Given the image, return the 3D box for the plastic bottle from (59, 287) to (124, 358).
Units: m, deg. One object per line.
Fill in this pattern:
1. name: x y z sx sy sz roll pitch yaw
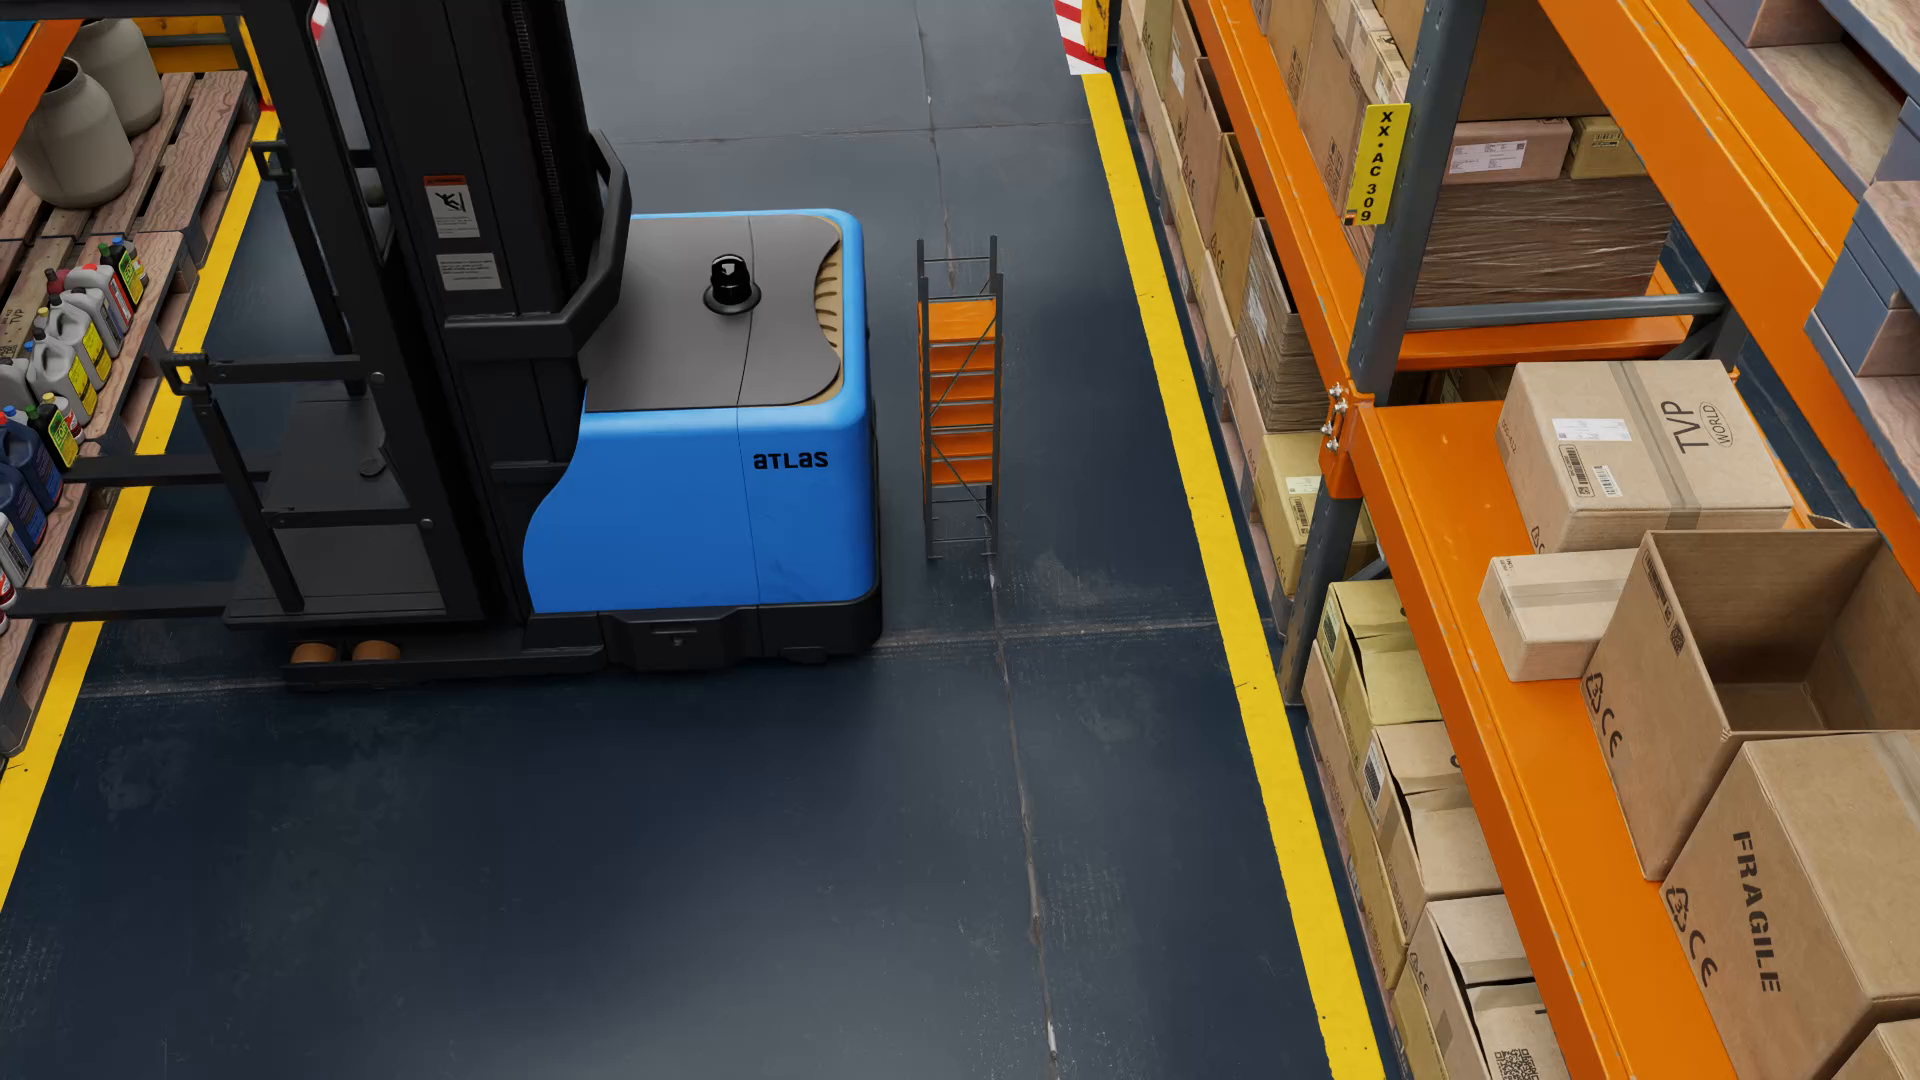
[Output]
1. plastic bottle: -3.158 -0.800 6.014 0.152 0.276 0.135 -5 47 -4

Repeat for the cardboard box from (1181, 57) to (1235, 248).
1. cardboard box: 1.129 -1.440 6.136 0.500 0.500 0.500 -3 47 -3

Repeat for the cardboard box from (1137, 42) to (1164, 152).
1. cardboard box: 1.051 -1.906 7.094 0.500 0.250 0.500 -3 47 -3

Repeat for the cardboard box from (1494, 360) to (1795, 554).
1. cardboard box: 1.602 -0.171 3.949 0.500 0.250 0.500 -1 47 -1

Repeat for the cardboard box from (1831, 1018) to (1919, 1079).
1. cardboard box: 1.696 1.071 2.601 0.500 0.500 0.500 -6 47 -5

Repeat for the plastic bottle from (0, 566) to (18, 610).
1. plastic bottle: -3.026 0.129 5.186 0.097 0.201 0.097 0 47 0

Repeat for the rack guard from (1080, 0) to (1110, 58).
1. rack guard: 1.181 -2.628 7.894 1.175 0.500 0.348 -3 47 -3

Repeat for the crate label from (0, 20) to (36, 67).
1. crate label: -3.330 -1.869 5.429 0.502 0.435 0.616 -3 47 -3

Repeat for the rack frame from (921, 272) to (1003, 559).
1. rack frame: 0.006 -0.357 5.262 0.240 1.200 0.006 -3 47 -3

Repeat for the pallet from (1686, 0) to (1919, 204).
1. pallet: 1.604 -0.904 2.606 0.805 0.209 1.217 -5 47 -5

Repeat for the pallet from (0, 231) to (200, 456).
1. pallet: -3.539 -0.692 6.260 1.003 0.211 1.213 -3 47 -3

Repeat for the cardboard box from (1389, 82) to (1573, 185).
1. cardboard box: 1.281 -1.017 4.132 0.380 0.149 0.250 -4 47 -3

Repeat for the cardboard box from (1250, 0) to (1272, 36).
1. cardboard box: 1.341 -2.046 5.553 0.700 0.500 0.500 -2 47 -2

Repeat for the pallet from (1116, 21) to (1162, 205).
1. pallet: 1.288 -1.960 7.461 1.003 0.211 1.213 -3 47 -3

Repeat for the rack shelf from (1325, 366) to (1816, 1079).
1. rack shelf: 1.685 1.119 3.120 1.077 0.370 4.000 -3 47 -3

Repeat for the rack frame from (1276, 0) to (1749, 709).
1. rack frame: 1.517 -0.576 4.229 1.000 3.000 0.127 -3 47 -3

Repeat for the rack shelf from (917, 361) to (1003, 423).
1. rack shelf: -0.001 -0.475 5.269 0.258 0.103 0.180 -3 47 -3

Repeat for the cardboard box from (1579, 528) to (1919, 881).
1. cardboard box: 1.610 0.328 3.305 0.500 0.500 0.500 0 47 0

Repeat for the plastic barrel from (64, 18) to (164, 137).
1. plastic barrel: -3.622 -1.989 6.992 0.421 0.512 0.421 0 47 0

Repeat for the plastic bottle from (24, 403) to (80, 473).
1. plastic bottle: -3.061 -0.363 5.595 0.061 0.283 0.133 -2 47 -2

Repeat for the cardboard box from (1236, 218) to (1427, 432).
1. cardboard box: 1.231 -0.717 5.452 0.500 0.500 0.500 -3 47 -3

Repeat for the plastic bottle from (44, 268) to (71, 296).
1. plastic bottle: -3.275 -0.896 6.100 0.061 0.283 0.133 -3 47 -3

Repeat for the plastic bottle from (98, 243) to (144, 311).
1. plastic bottle: -3.135 -1.003 6.202 0.061 0.283 0.133 -2 47 -2

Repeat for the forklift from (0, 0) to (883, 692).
1. forklift: -1.786 -0.922 4.604 3.031 2.935 1.130 -2 47 -2

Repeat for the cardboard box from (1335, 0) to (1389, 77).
1. cardboard box: 1.238 -1.385 4.480 0.380 0.149 0.250 -5 47 -4

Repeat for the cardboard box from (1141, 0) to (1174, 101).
1. cardboard box: 1.050 -2.164 6.821 0.500 0.500 0.500 -3 47 -3

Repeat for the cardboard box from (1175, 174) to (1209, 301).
1. cardboard box: 1.130 -1.182 6.408 0.500 0.250 0.500 -3 47 -3

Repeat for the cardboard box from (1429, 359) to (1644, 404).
1. cardboard box: 1.791 -0.387 5.139 0.500 0.500 0.500 -3 47 -3

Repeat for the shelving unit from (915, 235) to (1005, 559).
1. shelving unit: -0.001 -0.423 5.324 0.258 1.200 0.189 -3 47 -3

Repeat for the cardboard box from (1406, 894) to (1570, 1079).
1. cardboard box: 1.385 1.083 3.876 0.500 0.311 0.500 -5 47 -5

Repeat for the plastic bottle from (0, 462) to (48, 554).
1. plastic bottle: -3.073 -0.127 5.326 0.144 0.351 0.185 -2 47 -2

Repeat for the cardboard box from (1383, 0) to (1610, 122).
1. cardboard box: 1.474 -1.377 4.026 0.700 0.500 0.500 -3 47 -3

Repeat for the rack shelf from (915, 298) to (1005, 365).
1. rack shelf: -0.001 -0.640 5.095 0.258 0.103 0.180 -3 47 -3

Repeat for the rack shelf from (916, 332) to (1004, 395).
1. rack shelf: -0.001 -0.558 5.182 0.258 0.103 0.180 -3 47 -3

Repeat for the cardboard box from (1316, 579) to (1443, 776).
1. cardboard box: 1.304 0.347 4.574 0.500 0.311 0.500 -3 47 -3

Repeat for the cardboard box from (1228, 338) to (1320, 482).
1. cardboard box: 1.229 -0.459 5.724 0.500 0.250 0.500 -3 47 -3

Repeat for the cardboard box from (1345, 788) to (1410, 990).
1. cardboard box: 1.346 0.902 4.434 0.500 0.250 0.500 -2 47 -2

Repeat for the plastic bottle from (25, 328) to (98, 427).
1. plastic bottle: -3.124 -0.571 5.747 0.144 0.351 0.185 -4 47 -4

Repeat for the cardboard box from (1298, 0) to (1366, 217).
1. cardboard box: 1.423 -1.312 4.858 0.700 0.500 0.500 -4 47 -4

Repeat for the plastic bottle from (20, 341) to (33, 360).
1. plastic bottle: -3.257 -0.616 5.891 0.097 0.201 0.097 0 47 0

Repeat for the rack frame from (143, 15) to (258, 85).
1. rack frame: -3.754 -3.172 6.688 1.000 3.000 0.127 -3 47 -3

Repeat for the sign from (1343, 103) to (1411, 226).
1. sign: 0.964 -0.866 3.853 0.100 0.325 0.005 -3 47 -3

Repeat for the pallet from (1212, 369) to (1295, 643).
1. pallet: 1.493 -0.195 5.789 1.003 0.211 1.213 -3 47 -3

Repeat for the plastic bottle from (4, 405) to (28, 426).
1. plastic bottle: -3.138 -0.341 5.583 0.097 0.271 0.097 0 47 0
